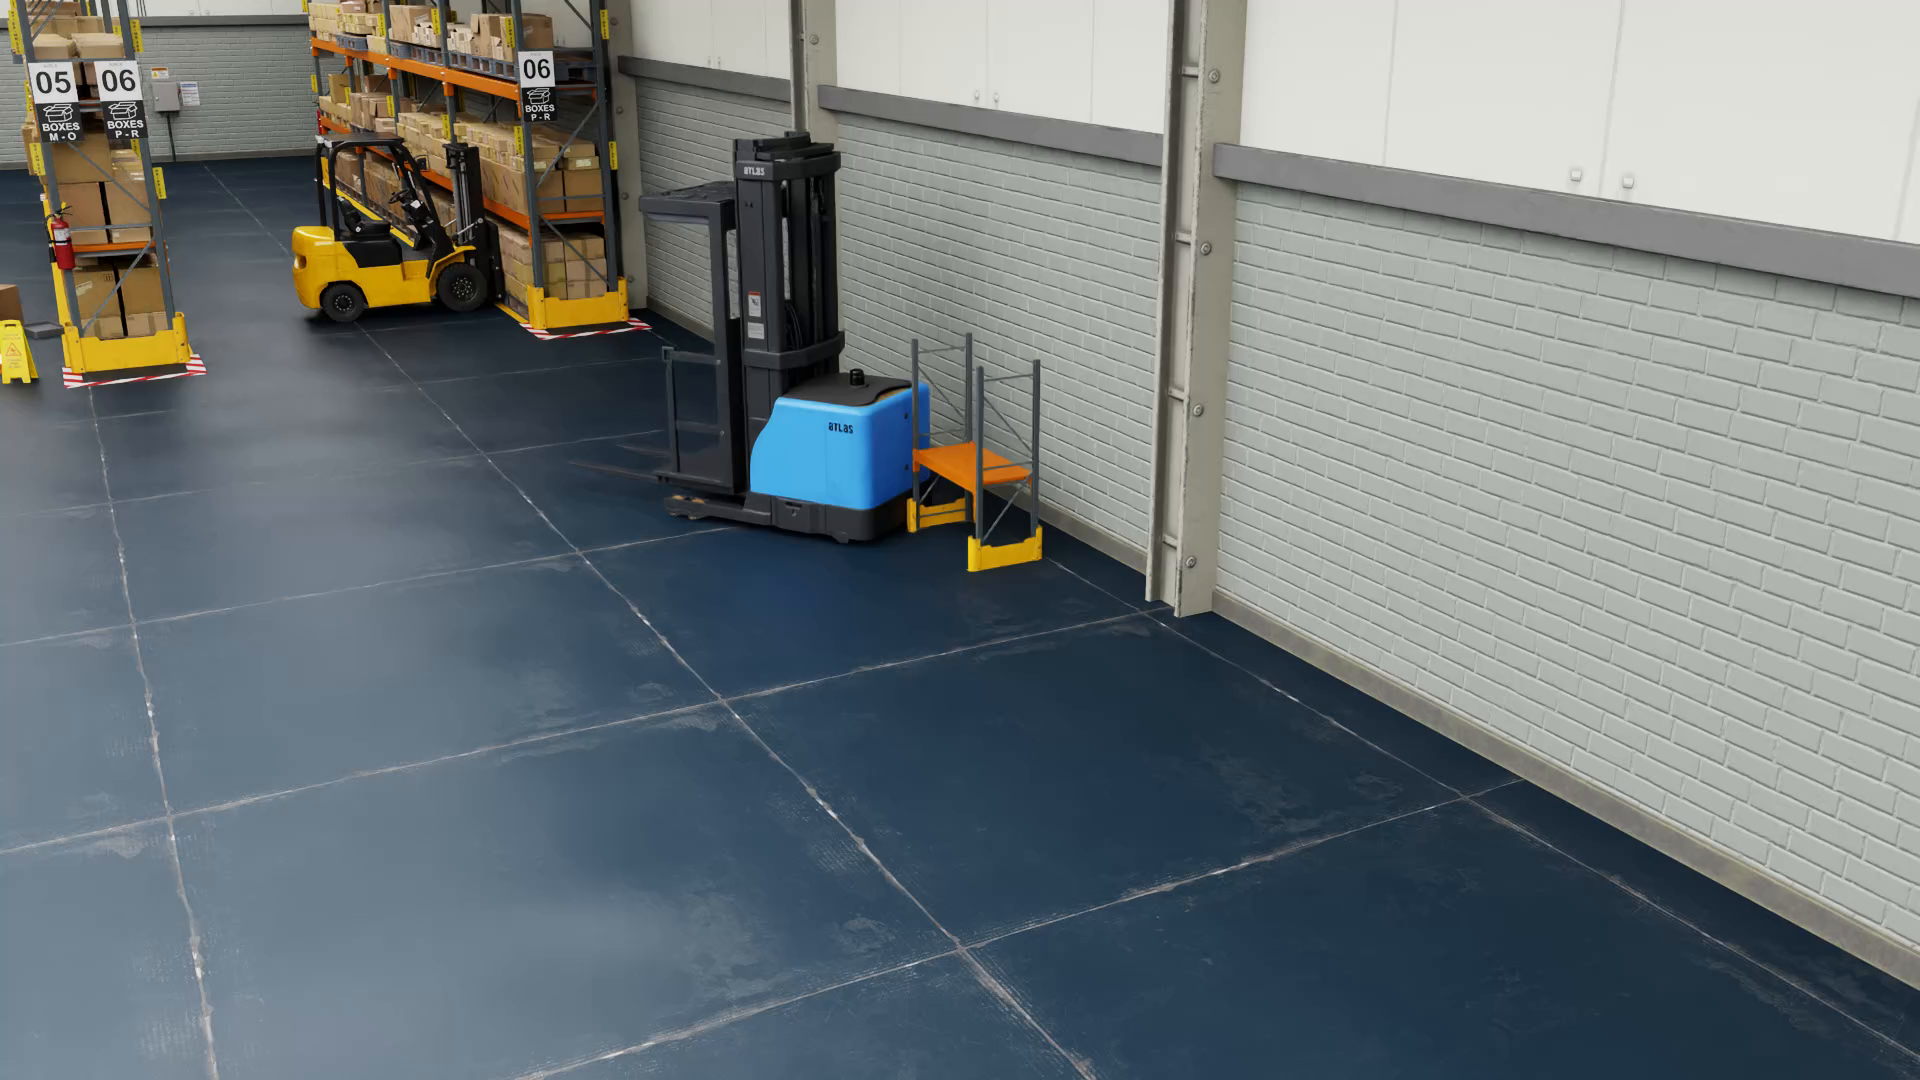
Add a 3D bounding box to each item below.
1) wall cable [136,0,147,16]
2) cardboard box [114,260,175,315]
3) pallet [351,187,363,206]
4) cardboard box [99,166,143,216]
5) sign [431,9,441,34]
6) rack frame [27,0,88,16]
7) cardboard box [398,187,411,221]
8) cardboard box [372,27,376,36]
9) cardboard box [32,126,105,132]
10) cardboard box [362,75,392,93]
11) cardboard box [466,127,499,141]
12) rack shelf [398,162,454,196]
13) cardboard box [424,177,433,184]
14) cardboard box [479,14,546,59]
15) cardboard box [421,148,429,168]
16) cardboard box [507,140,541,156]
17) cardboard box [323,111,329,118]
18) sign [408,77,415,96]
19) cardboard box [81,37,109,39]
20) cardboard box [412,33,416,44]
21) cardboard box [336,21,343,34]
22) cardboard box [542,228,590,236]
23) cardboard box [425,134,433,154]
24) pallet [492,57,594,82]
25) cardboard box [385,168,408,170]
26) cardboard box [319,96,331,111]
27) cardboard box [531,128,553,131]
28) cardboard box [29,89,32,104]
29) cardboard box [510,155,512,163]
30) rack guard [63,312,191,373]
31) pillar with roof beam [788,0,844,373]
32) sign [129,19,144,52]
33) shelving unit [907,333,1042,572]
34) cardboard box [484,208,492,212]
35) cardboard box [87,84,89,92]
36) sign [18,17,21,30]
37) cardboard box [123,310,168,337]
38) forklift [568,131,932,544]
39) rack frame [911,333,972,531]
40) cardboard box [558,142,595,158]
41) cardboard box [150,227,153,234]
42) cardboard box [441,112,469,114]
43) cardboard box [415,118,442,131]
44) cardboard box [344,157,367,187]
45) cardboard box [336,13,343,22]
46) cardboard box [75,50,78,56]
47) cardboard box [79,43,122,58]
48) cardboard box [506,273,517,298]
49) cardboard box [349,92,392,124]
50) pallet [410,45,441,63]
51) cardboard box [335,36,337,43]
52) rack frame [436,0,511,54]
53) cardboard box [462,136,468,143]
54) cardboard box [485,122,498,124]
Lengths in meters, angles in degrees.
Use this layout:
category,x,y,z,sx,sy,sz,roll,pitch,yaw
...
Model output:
category,x,y,z,sx,sy,sz,roll,pitch,yaw
wall cable,-16.439,-12.887,36.124,2.988,3.039,0.133,-10,21,-27
cardboard box,-9.177,-2.849,18.710,0.500,0.500,0.500,-11,22,-28
pallet,-10.682,-6.408,30.879,1.003,0.211,1.213,-10,21,-27
cardboard box,-9.498,-3.975,18.944,0.500,0.500,0.500,-10,22,-28
sign,-7.031,-6.957,22.320,0.100,0.325,0.005,-10,21,-27
rack frame,-14.723,-9.595,26.642,1.000,3.000,0.127,-10,21,-27
cardboard box,-8.847,-5.486,27.119,0.500,0.500,0.500,-9,21,-25
cardboard box,-9.426,-8.354,27.264,0.380,0.149,0.250,-9,21,-25
cardboard box,-9.693,-4.234,18.161,0.700,0.500,0.500,-10,21,-26
cardboard box,-10.830,-8.422,31.064,0.500,0.500,0.500,-11,22,-28
cardboard box,-6.303,-5.367,21.982,0.380,0.149,0.250,-9,21,-25
rack shelf,-7.508,-5.467,24.978,1.077,0.370,4.000,-10,21,-27
cardboard box,-8.722,-6.042,27.736,0.380,0.149,0.250,-10,21,-26
cardboard box,-5.481,-6.194,20.434,0.700,0.500,0.500,-10,21,-26
cardboard box,-7.732,-5.704,24.792,0.500,0.250,0.500,-9,21,-25
cardboard box,-5.307,-4.786,20.298,0.380,0.149,0.250,-9,21,-25
cardboard box,-12.342,-8.422,32.824,0.380,0.149,0.250,-10,21,-27
sign,-9.870,-8.163,29.915,0.100,0.325,0.005,-10,21,-27
cardboard box,-9.906,-5.720,19.172,0.380,0.149,0.250,-10,21,-26
cardboard box,-7.714,-7.267,24.084,0.380,0.149,0.250,-10,22,-27
cardboard box,-10.806,-9.116,29.628,0.500,0.250,0.500,-10,21,-26
cardboard box,-4.961,-3.766,20.985,0.500,0.250,0.500,-10,21,-27
cardboard box,-7.504,-5.793,24.286,0.500,0.250,0.500,-10,21,-26
pallet,-4.971,-5.667,19.994,1.003,0.211,1.213,-10,21,-27
cardboard box,-9.592,-6.270,28.398,0.380,0.149,0.250,-10,21,-26
cardboard box,-12.278,-8.575,32.657,0.500,0.250,0.500,-10,21,-26
cardboard box,-5.561,-5.310,21.816,0.380,0.149,0.250,-10,22,-27
cardboard box,-14.767,-7.108,26.946,0.500,0.500,0.500,-10,21,-26
cardboard box,-5.287,-4.647,20.352,0.380,0.149,0.250,-10,21,-26
rack guard,-9.061,-2.154,18.109,1.175,0.500,0.348,-10,21,-27
pillar with roof beam,-5.135,-4.870,12.950,9.100,9.000,0.400,-10,21,-27
sign,-8.548,-5.230,17.250,0.100,0.325,0.005,-10,21,-27
shelving unit,0.098,-0.675,12.289,0.587,1.500,1.083,-10,21,-26
cardboard box,-6.604,-4.416,22.870,0.500,0.250,0.500,-10,22,-27
cardboard box,-9.465,-5.045,18.439,0.380,0.149,0.250,-11,22,-28
sign,-13.316,-7.227,23.464,0.100,0.325,0.005,-10,21,-27
cardboard box,-9.165,-2.487,18.813,0.500,0.250,0.500,-10,21,-27
forklift,-1.767,-1.681,13.011,3.031,2.935,1.130,10,21,26
rack frame,-0.136,-0.819,12.706,0.500,1.500,0.032,-10,21,-26
cardboard box,-4.630,-4.708,20.074,0.380,0.149,0.250,-10,22,-28
cardboard box,-9.191,-3.484,18.515,0.380,0.149,0.250,-11,22,-28
cardboard box,-7.902,-6.615,26.055,0.380,0.149,0.250,-9,21,-25
cardboard box,-7.943,-6.229,24.936,0.380,0.149,0.250,-9,21,-26
cardboard box,-11.185,-6.954,31.375,0.700,0.500,0.500,-11,22,-29
cardboard box,-10.601,-9.061,28.825,0.380,0.149,0.250,-9,21,-25
cardboard box,-10.008,-5.572,19.355,0.500,0.250,0.500,-10,22,-28
cardboard box,-9.014,-5.124,17.447,0.380,0.149,0.250,-10,21,-27
cardboard box,-5.387,-3.213,20.916,0.500,0.250,0.500,-10,21,-27
cardboard box,-10.324,-7.601,29.264,0.700,0.500,0.500,-9,21,-25
pallet,-7.523,-7.208,24.612,1.003,0.211,1.213,-9,21,-24
cardboard box,-11.134,-9.106,30.209,0.380,0.149,0.250,-10,21,-27
rack frame,-6.558,-8.068,22.218,1.000,3.000,0.127,-10,21,-27
cardboard box,-6.514,-5.380,22.477,0.380,0.149,0.250,-9,21,-25
cardboard box,-6.971,-6.023,24.340,0.380,0.149,0.250,-10,21,-27
